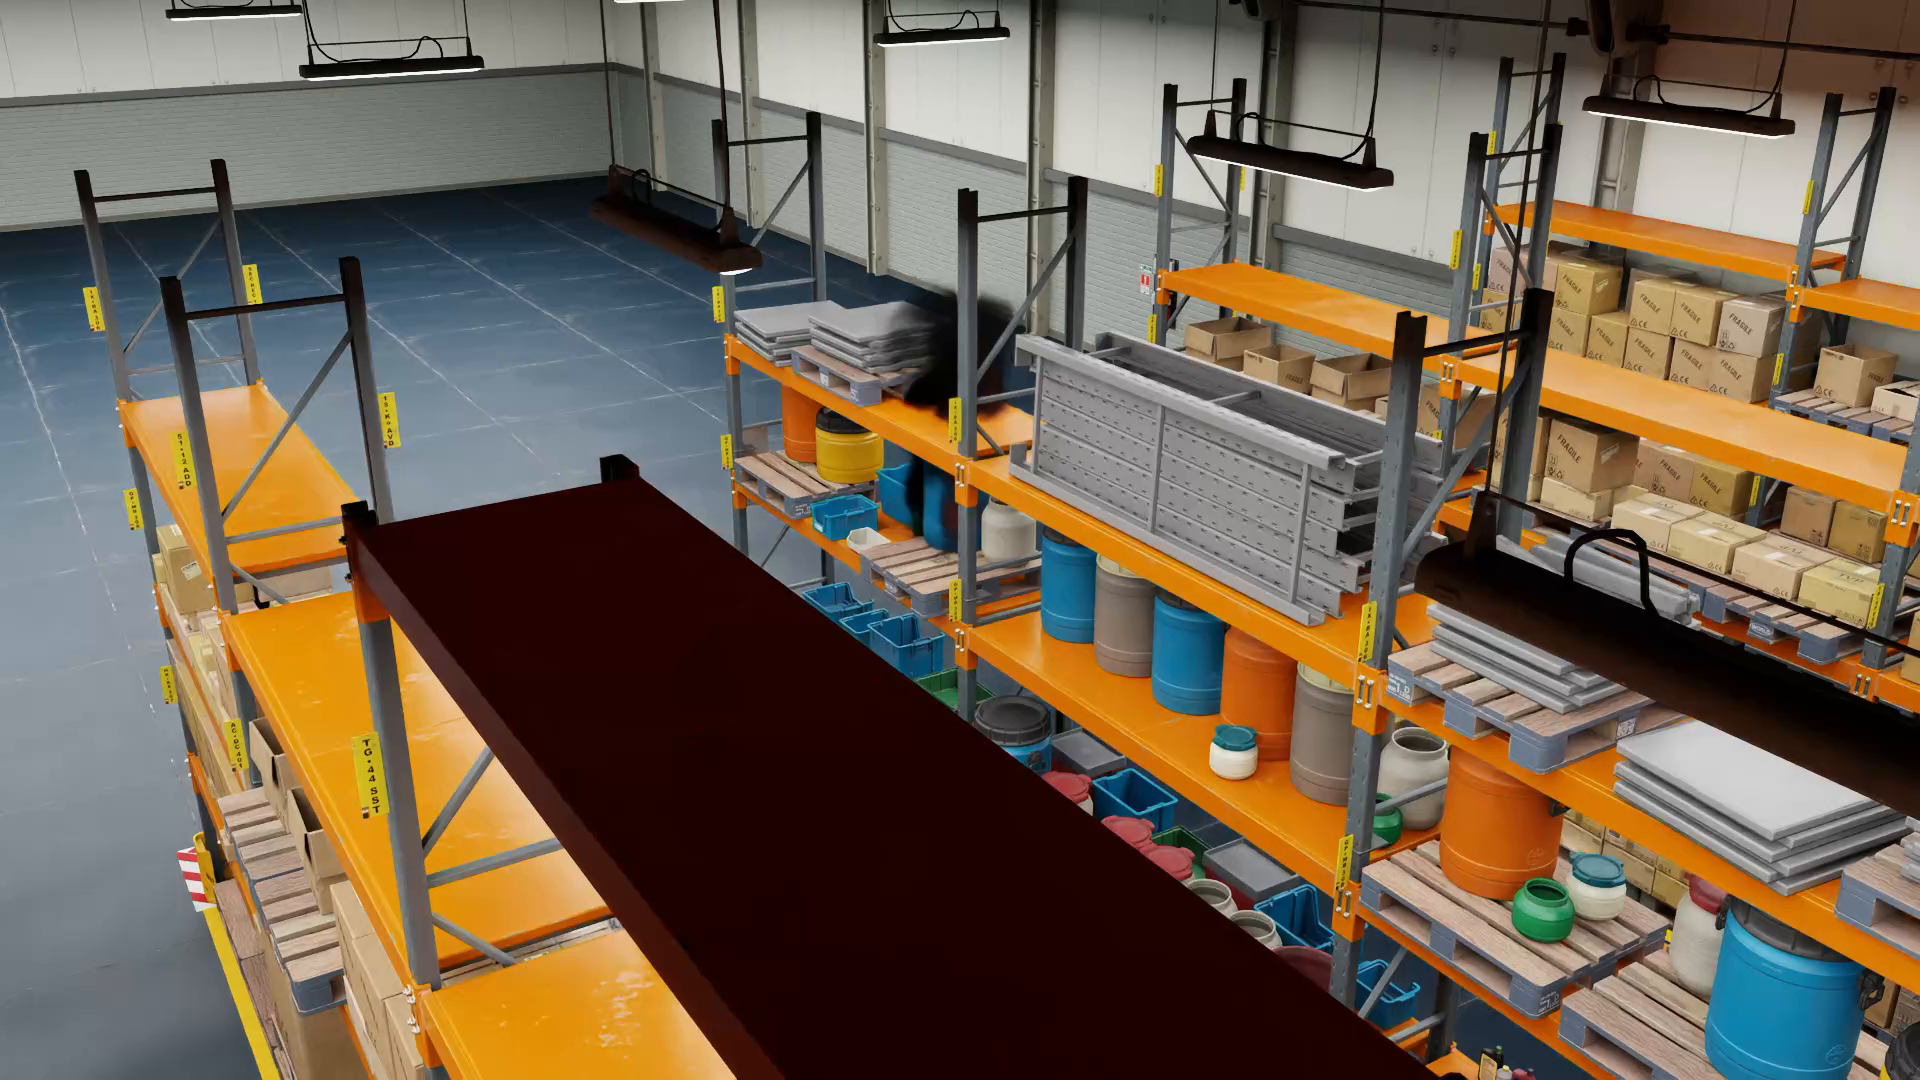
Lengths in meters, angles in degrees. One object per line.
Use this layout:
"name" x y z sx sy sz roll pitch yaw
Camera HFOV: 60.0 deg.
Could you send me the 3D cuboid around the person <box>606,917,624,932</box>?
"person" -2.546 2.883 11.836 0.635 1.754 0.653 -15 26 -33
